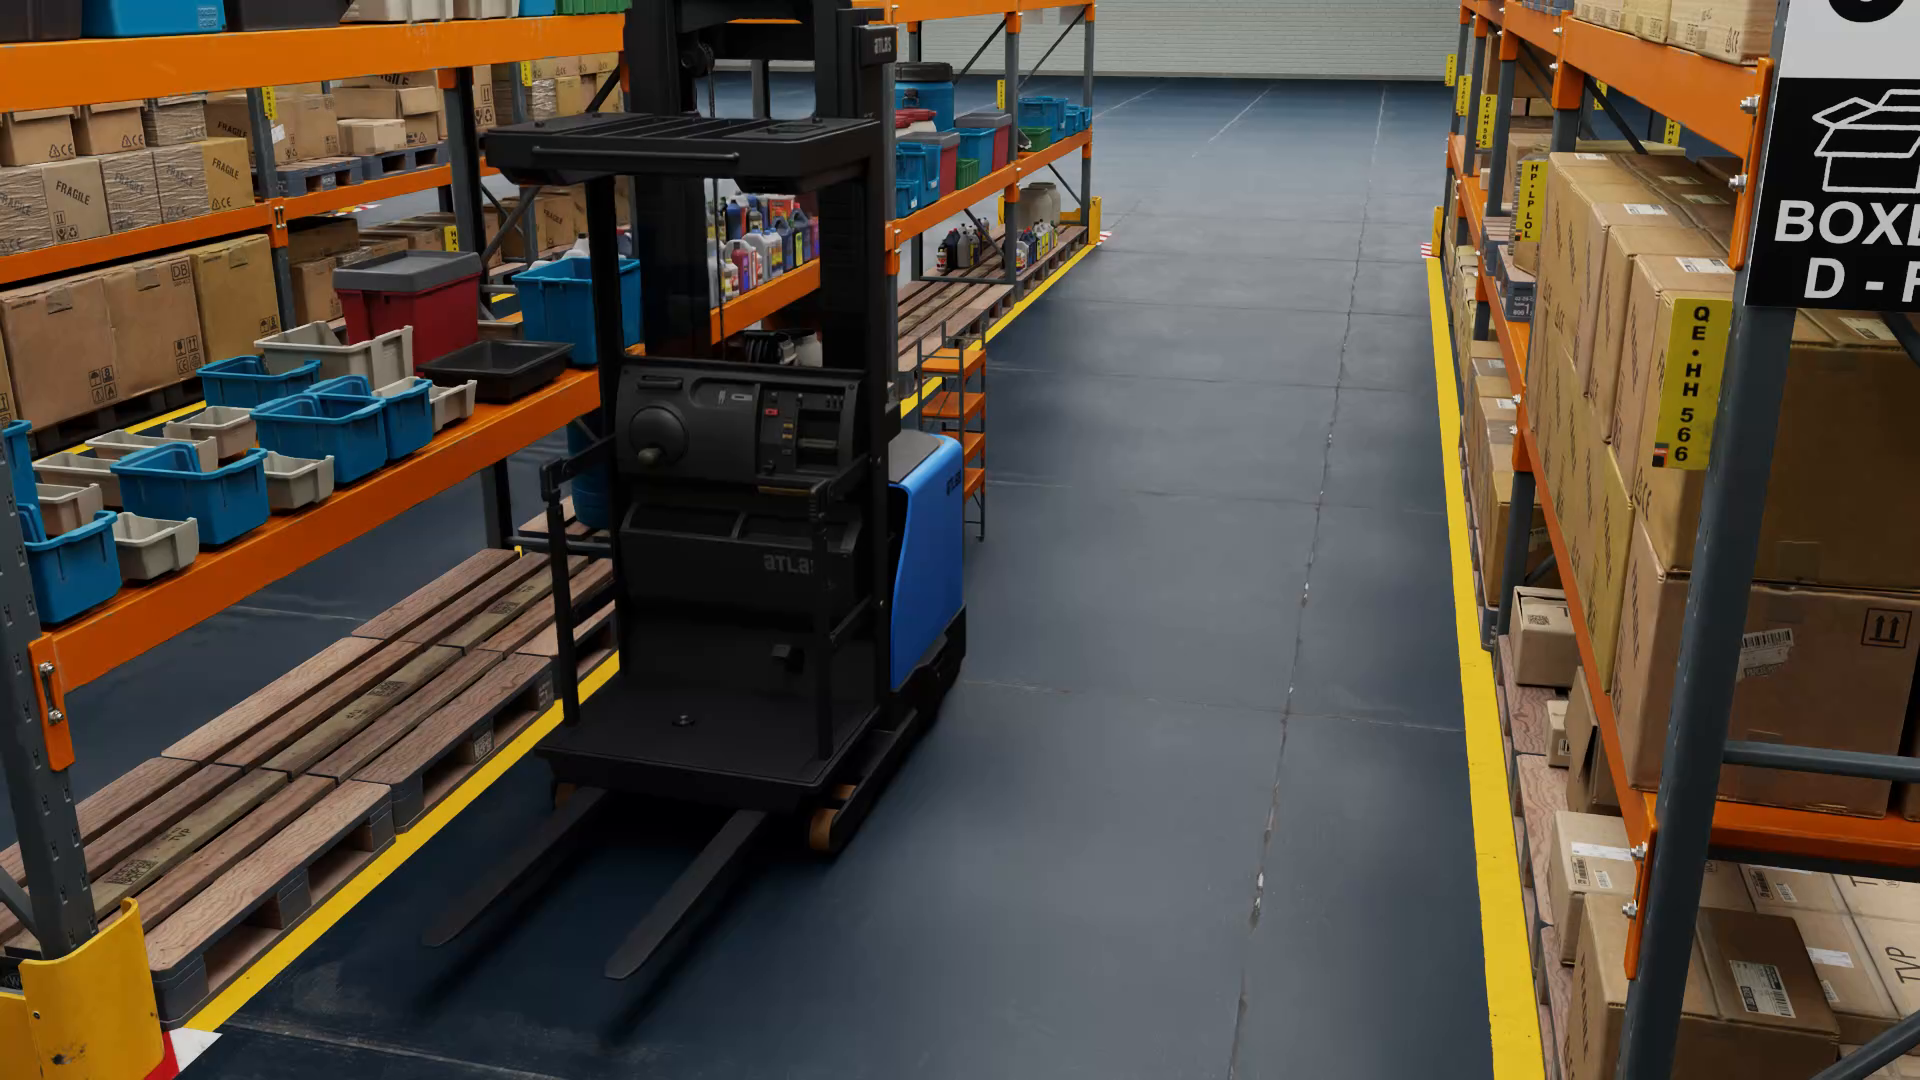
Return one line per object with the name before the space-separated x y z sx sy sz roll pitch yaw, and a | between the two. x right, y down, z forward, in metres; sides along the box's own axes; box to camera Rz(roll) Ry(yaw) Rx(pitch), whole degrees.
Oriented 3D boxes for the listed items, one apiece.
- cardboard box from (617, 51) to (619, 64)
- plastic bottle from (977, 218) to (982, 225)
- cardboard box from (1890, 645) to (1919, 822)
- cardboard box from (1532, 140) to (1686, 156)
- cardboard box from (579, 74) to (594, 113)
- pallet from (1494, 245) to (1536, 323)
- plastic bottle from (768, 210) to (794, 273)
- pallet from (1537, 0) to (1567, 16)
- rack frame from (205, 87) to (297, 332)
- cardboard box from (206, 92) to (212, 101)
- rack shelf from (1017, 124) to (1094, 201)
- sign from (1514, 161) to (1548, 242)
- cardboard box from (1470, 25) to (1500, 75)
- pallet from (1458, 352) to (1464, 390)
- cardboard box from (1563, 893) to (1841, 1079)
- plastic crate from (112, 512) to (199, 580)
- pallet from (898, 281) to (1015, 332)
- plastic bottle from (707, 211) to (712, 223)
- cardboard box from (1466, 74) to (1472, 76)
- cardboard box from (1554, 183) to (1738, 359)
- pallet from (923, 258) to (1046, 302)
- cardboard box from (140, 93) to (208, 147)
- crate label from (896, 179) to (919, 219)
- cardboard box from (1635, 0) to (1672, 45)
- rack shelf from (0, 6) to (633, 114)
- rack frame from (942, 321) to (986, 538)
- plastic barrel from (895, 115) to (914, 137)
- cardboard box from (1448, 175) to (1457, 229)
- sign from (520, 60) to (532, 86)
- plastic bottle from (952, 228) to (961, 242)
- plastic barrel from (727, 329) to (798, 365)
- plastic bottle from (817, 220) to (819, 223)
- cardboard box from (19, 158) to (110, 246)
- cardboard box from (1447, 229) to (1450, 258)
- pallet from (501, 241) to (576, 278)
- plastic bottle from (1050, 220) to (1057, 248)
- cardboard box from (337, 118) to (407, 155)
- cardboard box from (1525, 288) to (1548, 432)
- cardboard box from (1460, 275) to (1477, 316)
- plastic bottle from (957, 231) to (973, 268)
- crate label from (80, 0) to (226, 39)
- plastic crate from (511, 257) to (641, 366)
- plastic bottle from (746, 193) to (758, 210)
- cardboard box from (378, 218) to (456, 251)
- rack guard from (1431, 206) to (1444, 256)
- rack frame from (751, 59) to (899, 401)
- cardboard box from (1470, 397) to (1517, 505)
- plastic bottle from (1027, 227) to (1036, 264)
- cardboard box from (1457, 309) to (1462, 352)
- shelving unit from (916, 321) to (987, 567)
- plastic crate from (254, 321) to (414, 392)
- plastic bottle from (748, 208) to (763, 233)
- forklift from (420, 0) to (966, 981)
cardboard box | -3.928 -5.496 18.477 0.500 0.500 0.500 5 19 13
plastic bottle | 0.192 -3.259 17.611 0.061 0.283 0.133 5 19 14
cardboard box | 2.268 0.292 3.537 0.500 0.500 0.500 5 20 15
cardboard box | 3.814 -2.090 9.860 0.700 0.500 0.500 -2 19 -5
cardboard box | -4.419 -4.730 17.780 0.875 0.500 0.500 5 19 13
pallet | 3.388 -1.349 8.793 1.003 0.211 1.213 5 19 13
plastic bottle | -1.065 -1.754 9.758 0.144 0.351 0.185 5 19 13
pallet | 3.108 -2.325 7.005 1.213 0.211 1.003 5 19 13
rack frame | -5.747 -2.833 12.842 1.000 3.000 0.127 5 19 13
cardboard box | -9.117 -5.032 19.047 0.875 0.550 0.550 5 19 13
rack shelf | 0.522 -3.982 17.319 1.077 0.370 4.000 5 19 13
sign | 2.342 -1.387 6.815 0.100 0.325 0.005 5 19 13
cardboard box | 5.674 -5.057 17.189 0.700 0.500 0.500 5 19 14
pallet | 4.397 -1.366 12.861 1.003 0.211 1.213 5 19 13
cardboard box | 1.798 1.243 4.096 0.500 0.500 0.500 5 19 13
plastic crate | -2.360 0.016 4.814 0.250 0.136 0.298 5 19 13
pallet | -0.121 -2.127 15.088 1.003 0.211 1.213 5 19 13
plastic bottle | -1.620 -1.978 10.536 0.097 0.271 0.097 0 19 0
cardboard box | 5.508 -4.806 17.458 0.380 0.149 0.250 5 19 13
cardboard box | 2.241 -0.868 5.387 0.500 0.500 0.500 4 19 12
pallet | 0.238 -2.583 16.425 1.003 0.211 1.213 5 19 13
cardboard box | -5.941 -3.127 11.996 0.797 0.503 0.637 5 20 15
crate label | -0.478 -2.465 12.024 0.303 0.233 0.416 5 19 13
cardboard box | 2.016 -1.386 4.197 0.500 0.250 0.500 5 19 13
rack shelf | -2.410 -1.641 5.822 1.077 0.370 4.000 5 19 13
rack frame | 0.019 -0.592 9.066 0.240 1.200 0.015 5 19 13
plastic barrel | -0.592 -3.248 13.845 0.433 0.535 0.433 0 19 0
cardboard box | 5.346 -3.502 17.245 0.500 0.500 0.500 5 19 13
sign | -4.230 -4.592 16.200 0.100 0.325 0.005 5 19 13
plastic bottle | -0.042 -2.935 16.558 0.144 0.351 0.185 4 19 11
plastic barrel | -1.323 -0.991 10.529 0.600 0.588 0.708 5 19 13
plastic bottle | -0.874 -1.898 10.410 0.097 0.201 0.097 0 19 0
cardboard box | -6.004 -2.228 10.916 0.500 0.500 0.500 5 19 14
cardboard box | 5.225 -2.991 16.907 0.500 0.250 0.500 5 19 13
pallet | -4.640 -2.981 17.588 1.003 0.211 1.213 5 19 13
plastic bottle | 0.976 -3.224 17.508 0.061 0.283 0.133 5 20 15
cardboard box | -5.114 -3.468 14.283 0.500 0.250 0.500 4 19 12
cardboard box | 2.492 -0.705 6.457 0.500 0.500 0.500 5 20 15
cardboard box | 4.119 -1.875 12.772 0.500 0.311 0.500 5 20 15
plastic bottle | 0.051 -2.864 16.349 0.144 0.351 0.185 5 19 13
crate label | -2.360 -1.547 4.667 0.408 0.251 0.502 5 19 13
plastic crate | -1.705 -1.036 7.512 0.392 0.384 0.575 5 19 13
plastic bottle | -1.418 -2.237 11.295 0.097 0.271 0.097 0 19 0
cardboard box | -5.075 -2.774 15.854 0.700 0.500 0.500 5 19 13
rack guard | 5.819 -3.382 18.315 1.175 0.500 0.348 5 19 13
rack frame | -0.944 -2.442 11.697 1.000 3.000 0.127 5 19 13
cardboard box | 3.098 -0.470 9.108 0.500 0.500 0.500 4 19 12
plastic bottle | 0.679 -2.930 16.542 0.144 0.351 0.185 4 19 11
cardboard box | 4.122 -1.612 12.871 0.500 0.250 0.500 5 19 14
shelving unit | -0.040 -0.516 8.842 0.258 1.200 0.503 5 19 13
plastic crate | -2.473 -0.697 6.677 0.437 0.282 0.530 5 19 13
plastic bottle | -1.351 -2.089 10.970 0.097 0.201 0.097 0 19 0
forklift | -0.874 -0.410 5.853 1.130 2.935 3.031 5 20 15
